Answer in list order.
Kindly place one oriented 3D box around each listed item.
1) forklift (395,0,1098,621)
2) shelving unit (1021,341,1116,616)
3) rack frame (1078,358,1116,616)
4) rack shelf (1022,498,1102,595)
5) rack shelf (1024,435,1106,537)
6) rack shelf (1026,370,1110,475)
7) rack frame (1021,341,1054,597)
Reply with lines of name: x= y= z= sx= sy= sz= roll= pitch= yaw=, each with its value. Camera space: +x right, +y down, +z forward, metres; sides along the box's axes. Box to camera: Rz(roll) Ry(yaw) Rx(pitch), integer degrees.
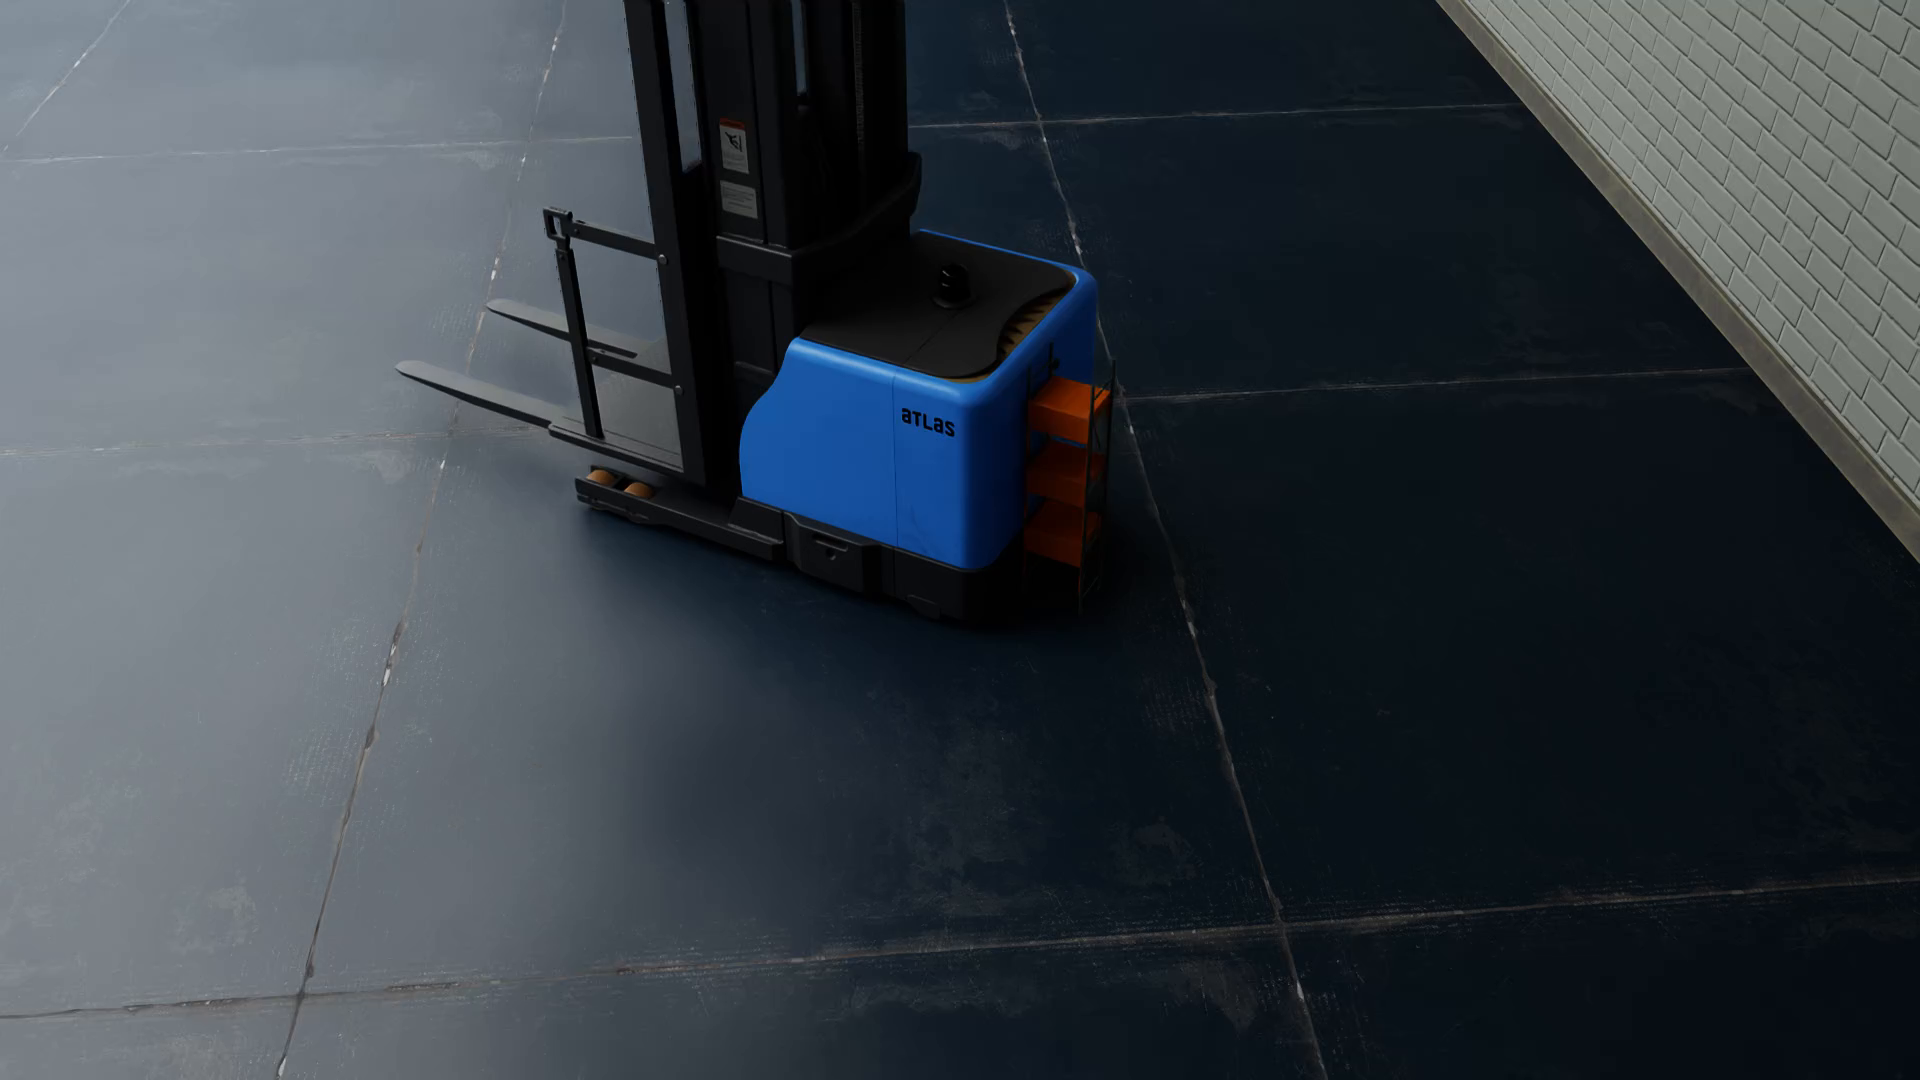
forklift: x=-1.010 y=-1.488 z=6.270 sx=3.031 sy=2.935 sz=1.130 roll=18 pitch=42 yaw=21
shelving unit: x=0.394 y=-0.210 z=6.168 sx=0.252 sy=1.050 sz=0.215 roll=18 pitch=42 yaw=21
rack frame: x=0.502 y=-0.175 z=6.124 sx=0.008 sy=1.050 sz=0.200 roll=18 pitch=42 yaw=21
rack shelf: x=0.394 y=0.017 z=6.347 sx=0.240 sy=0.259 sz=0.215 roll=18 pitch=42 yaw=21
rack shelf: x=0.394 y=-0.201 z=6.175 sx=0.240 sy=0.259 sz=0.215 roll=18 pitch=42 yaw=21
rack shelf: x=0.394 y=-0.424 z=5.999 sx=0.240 sy=0.259 sz=0.215 roll=18 pitch=42 yaw=21
rack frame: x=0.286 y=-0.245 z=6.213 sx=0.008 sy=1.050 sz=0.200 roll=18 pitch=42 yaw=21
